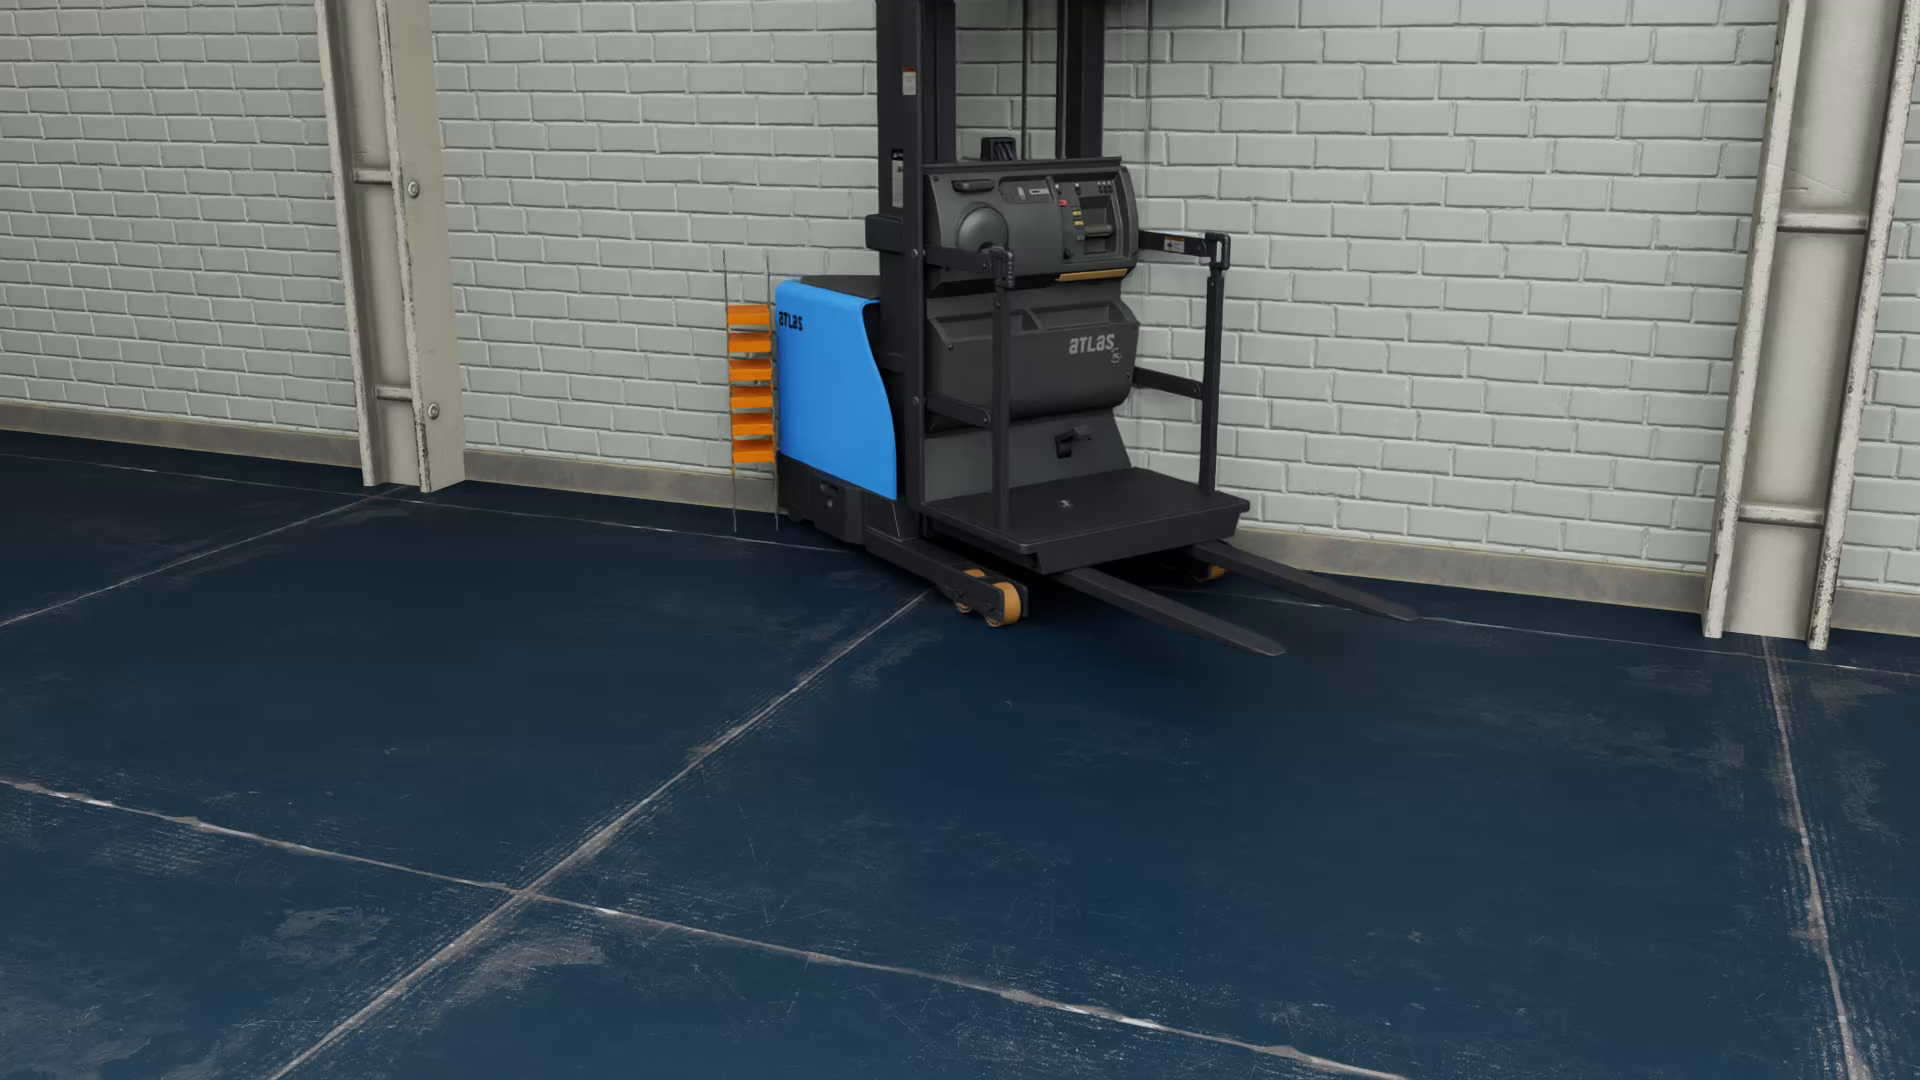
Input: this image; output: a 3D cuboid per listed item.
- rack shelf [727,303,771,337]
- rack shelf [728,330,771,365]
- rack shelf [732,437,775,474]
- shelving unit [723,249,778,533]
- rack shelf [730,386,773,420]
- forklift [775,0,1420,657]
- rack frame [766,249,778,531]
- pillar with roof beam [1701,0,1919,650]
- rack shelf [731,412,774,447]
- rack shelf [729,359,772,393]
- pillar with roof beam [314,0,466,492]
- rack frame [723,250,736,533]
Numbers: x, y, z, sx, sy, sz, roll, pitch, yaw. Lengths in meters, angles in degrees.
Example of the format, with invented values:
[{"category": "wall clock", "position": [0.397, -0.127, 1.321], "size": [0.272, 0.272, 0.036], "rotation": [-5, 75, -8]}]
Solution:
[{"category": "rack shelf", "position": [-0.910, -0.947, 7.144], "size": [0.180, 0.103, 0.258], "rotation": [-2, 17, -8]}, {"category": "rack shelf", "position": [-0.910, -0.832, 7.179], "size": [0.180, 0.103, 0.258], "rotation": [-2, 17, -8]}, {"category": "rack shelf", "position": [-0.911, -0.372, 7.318], "size": [0.180, 0.103, 0.258], "rotation": [-2, 17, -8]}, {"category": "shelving unit", "position": [-0.910, -0.645, 7.236], "size": [0.189, 1.200, 0.258], "rotation": [-2, 17, -8]}, {"category": "rack shelf", "position": [-0.911, -0.602, 7.249], "size": [0.180, 0.103, 0.258], "rotation": [-2, 17, -8]}, {"category": "forklift", "position": [0.411, -1.239, 6.185], "size": [1.130, 2.935, 3.031], "rotation": [-10, 19, -32]}, {"category": "rack frame", "position": [-0.820, -0.648, 7.248], "size": [0.006, 1.200, 0.240], "rotation": [-2, 17, -8]}, {"category": "pillar with roof beam", "position": [1.335, -2.878, 0.947], "size": [0.400, 9.000, 9.100], "rotation": [6, 17, 21]}, {"category": "rack shelf", "position": [-0.911, -0.487, 7.283], "size": [0.180, 0.103, 0.258], "rotation": [-2, 17, -8]}, {"category": "rack shelf", "position": [-0.910, -0.717, 7.214], "size": [0.180, 0.103, 0.258], "rotation": [-2, 17, -8]}, {"category": "pillar with roof beam", "position": [-4.246, -3.492, 3.061], "size": [0.400, 9.000, 9.100], "rotation": [6, 17, 21]}, {"category": "rack frame", "position": [-1.001, -0.641, 7.223], "size": [0.006, 1.200, 0.240], "rotation": [-2, 17, -8]}]
